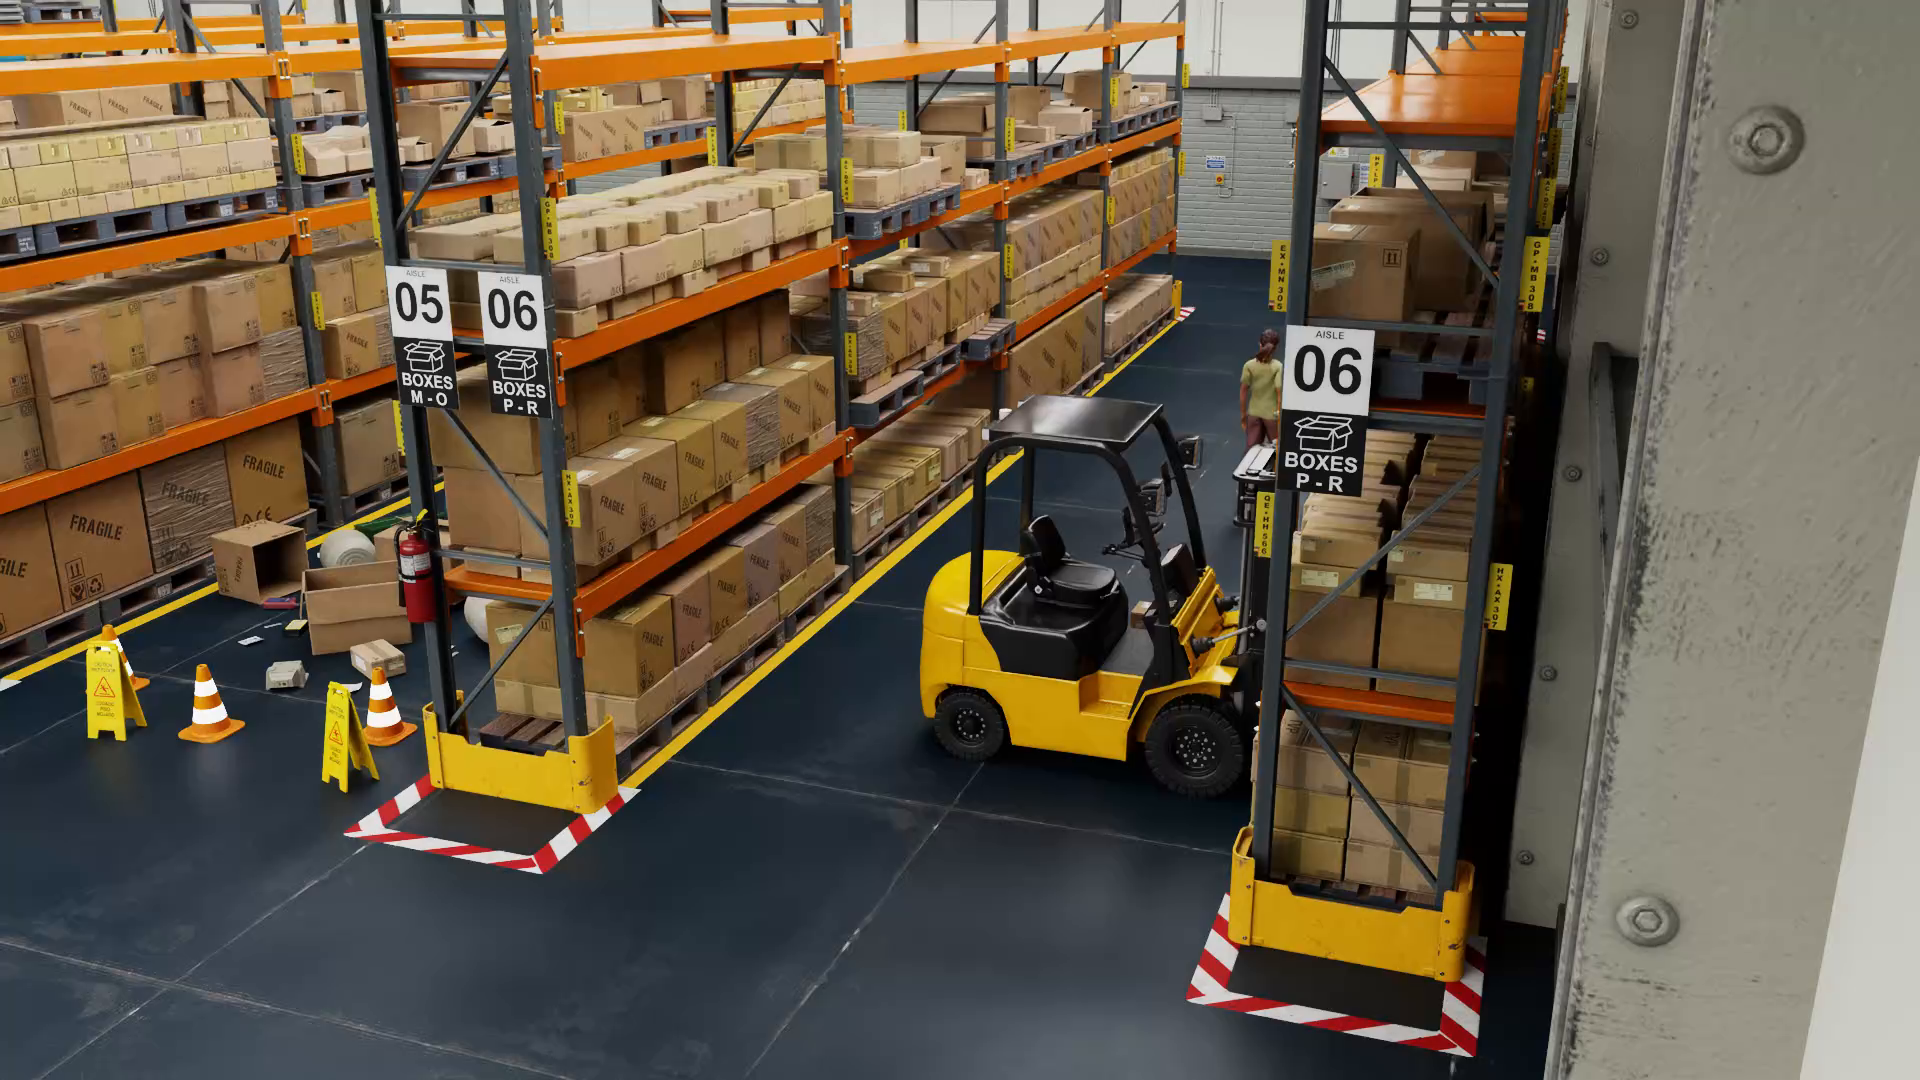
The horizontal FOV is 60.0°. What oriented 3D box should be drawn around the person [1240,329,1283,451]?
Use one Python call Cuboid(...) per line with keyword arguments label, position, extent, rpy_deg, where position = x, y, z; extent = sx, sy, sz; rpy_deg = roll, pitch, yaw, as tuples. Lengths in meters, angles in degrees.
Cuboid(label="person", position=(2.860, -1.138, 15.364), extent=(0.488, 1.671, 0.646), rpy_deg=(11, 22, 30))
